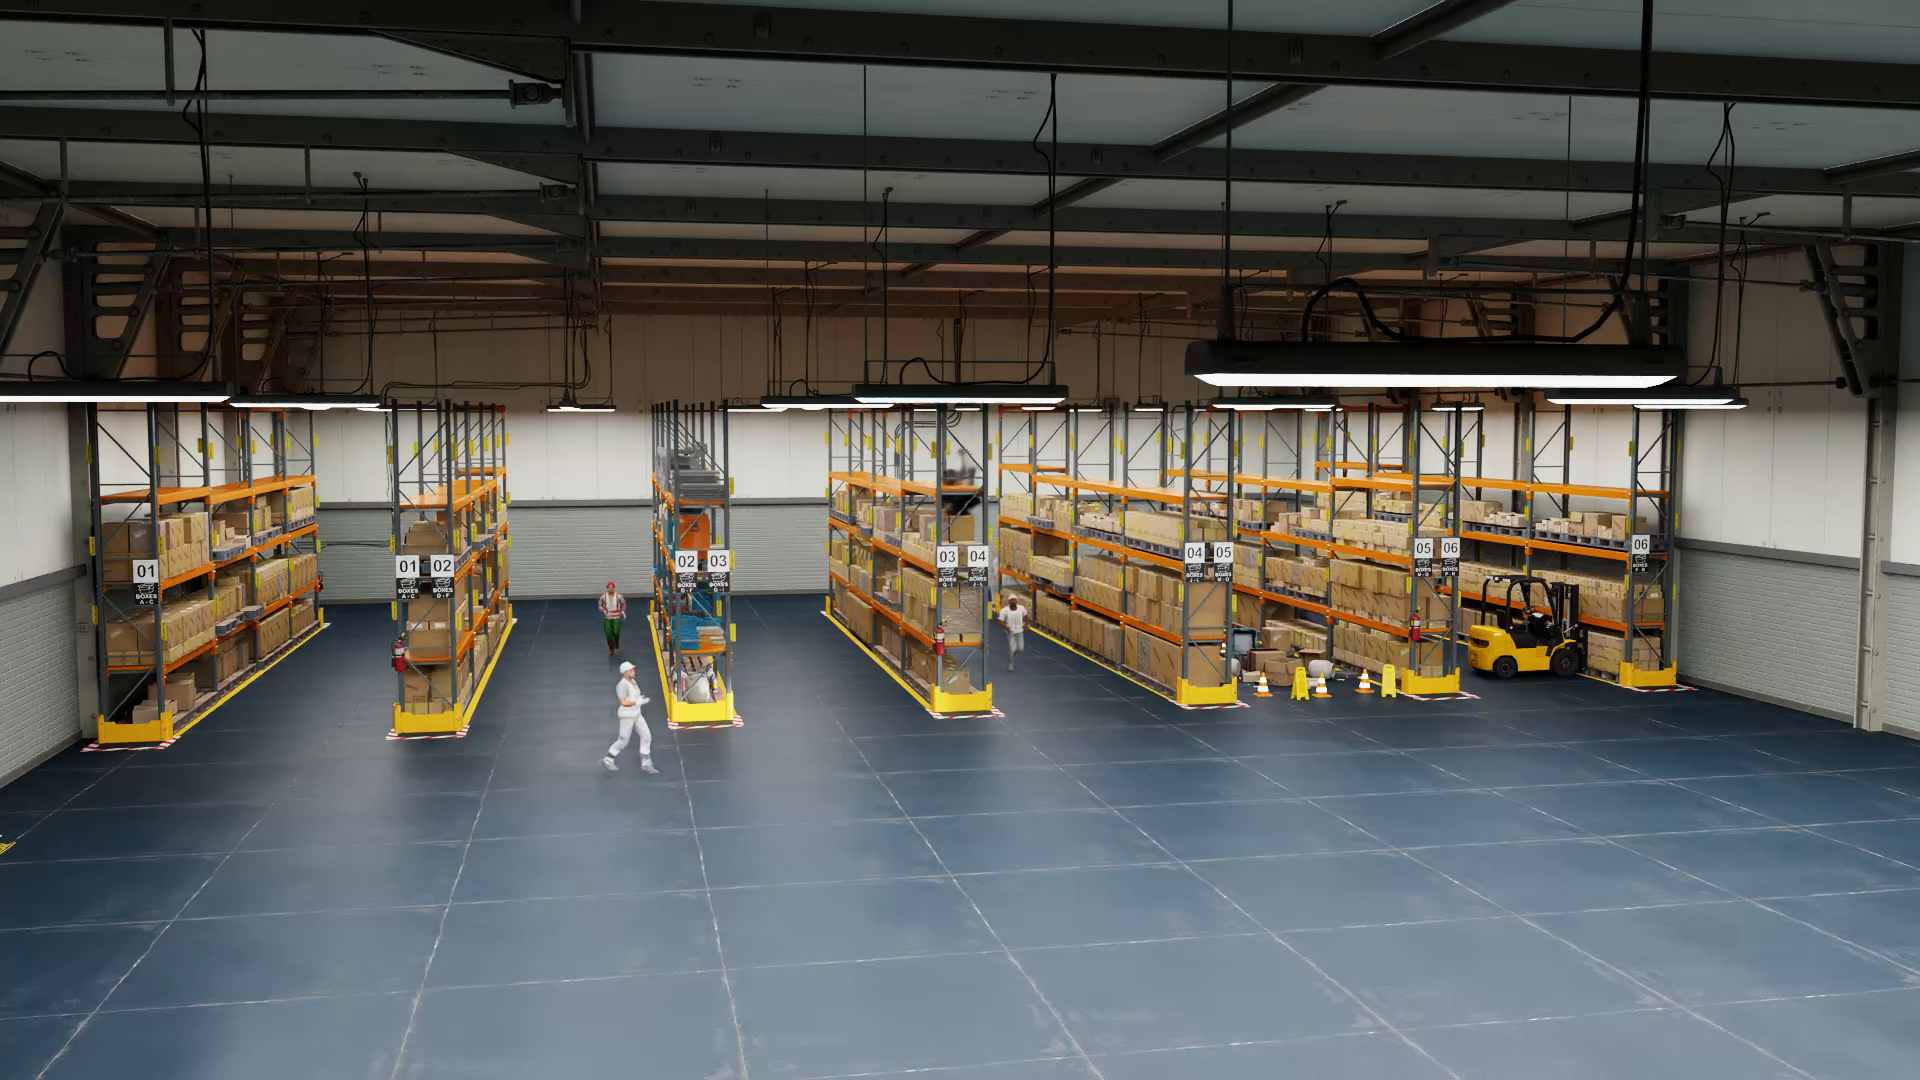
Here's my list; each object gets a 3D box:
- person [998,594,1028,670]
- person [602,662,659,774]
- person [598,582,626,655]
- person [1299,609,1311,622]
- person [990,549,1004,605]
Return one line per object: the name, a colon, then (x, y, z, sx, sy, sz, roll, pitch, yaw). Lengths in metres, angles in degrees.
person: (1.220, 2.064, 37.219, 0.734, 1.723, 0.644, -1, 4, -14)
person: (-5.249, 2.832, 26.475, 0.901, 1.803, 0.669, 1, 4, 15)
person: (-8.289, 1.868, 39.580, 0.651, 1.743, 0.583, -1, 4, -8)
person: (9.152, 1.565, 44.516, 0.628, 1.603, 0.735, -1, 4, -9)
person: (1.217, 1.117, 49.861, 0.802, 1.766, 0.791, 0, 4, -4)
